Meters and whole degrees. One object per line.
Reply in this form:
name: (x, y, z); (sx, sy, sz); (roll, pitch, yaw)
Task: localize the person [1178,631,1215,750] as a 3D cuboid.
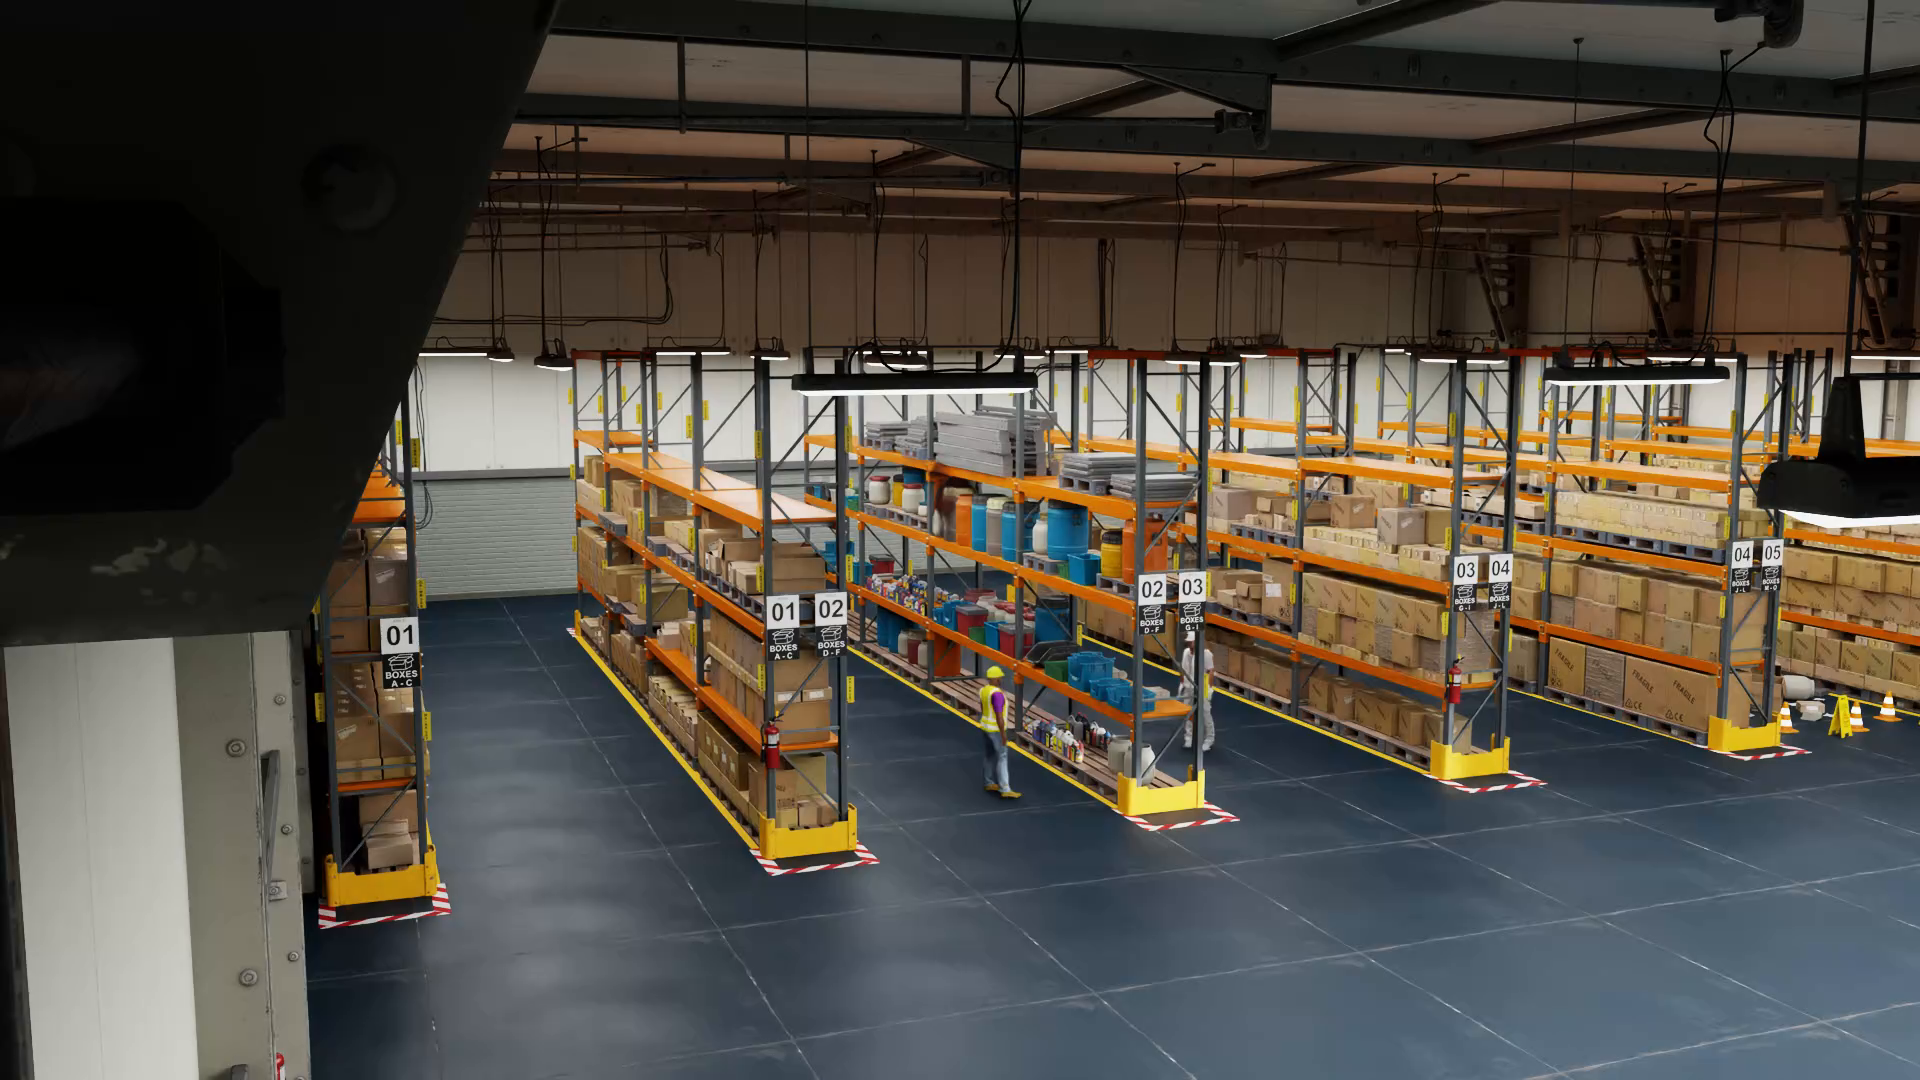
person: (3.598, 2.289, 25.447); (0.592, 1.808, 0.435); (6, 10, 42)

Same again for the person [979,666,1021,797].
person: (0.527, 2.624, 22.870); (0.430, 1.769, 0.707); (-3, 8, -23)
